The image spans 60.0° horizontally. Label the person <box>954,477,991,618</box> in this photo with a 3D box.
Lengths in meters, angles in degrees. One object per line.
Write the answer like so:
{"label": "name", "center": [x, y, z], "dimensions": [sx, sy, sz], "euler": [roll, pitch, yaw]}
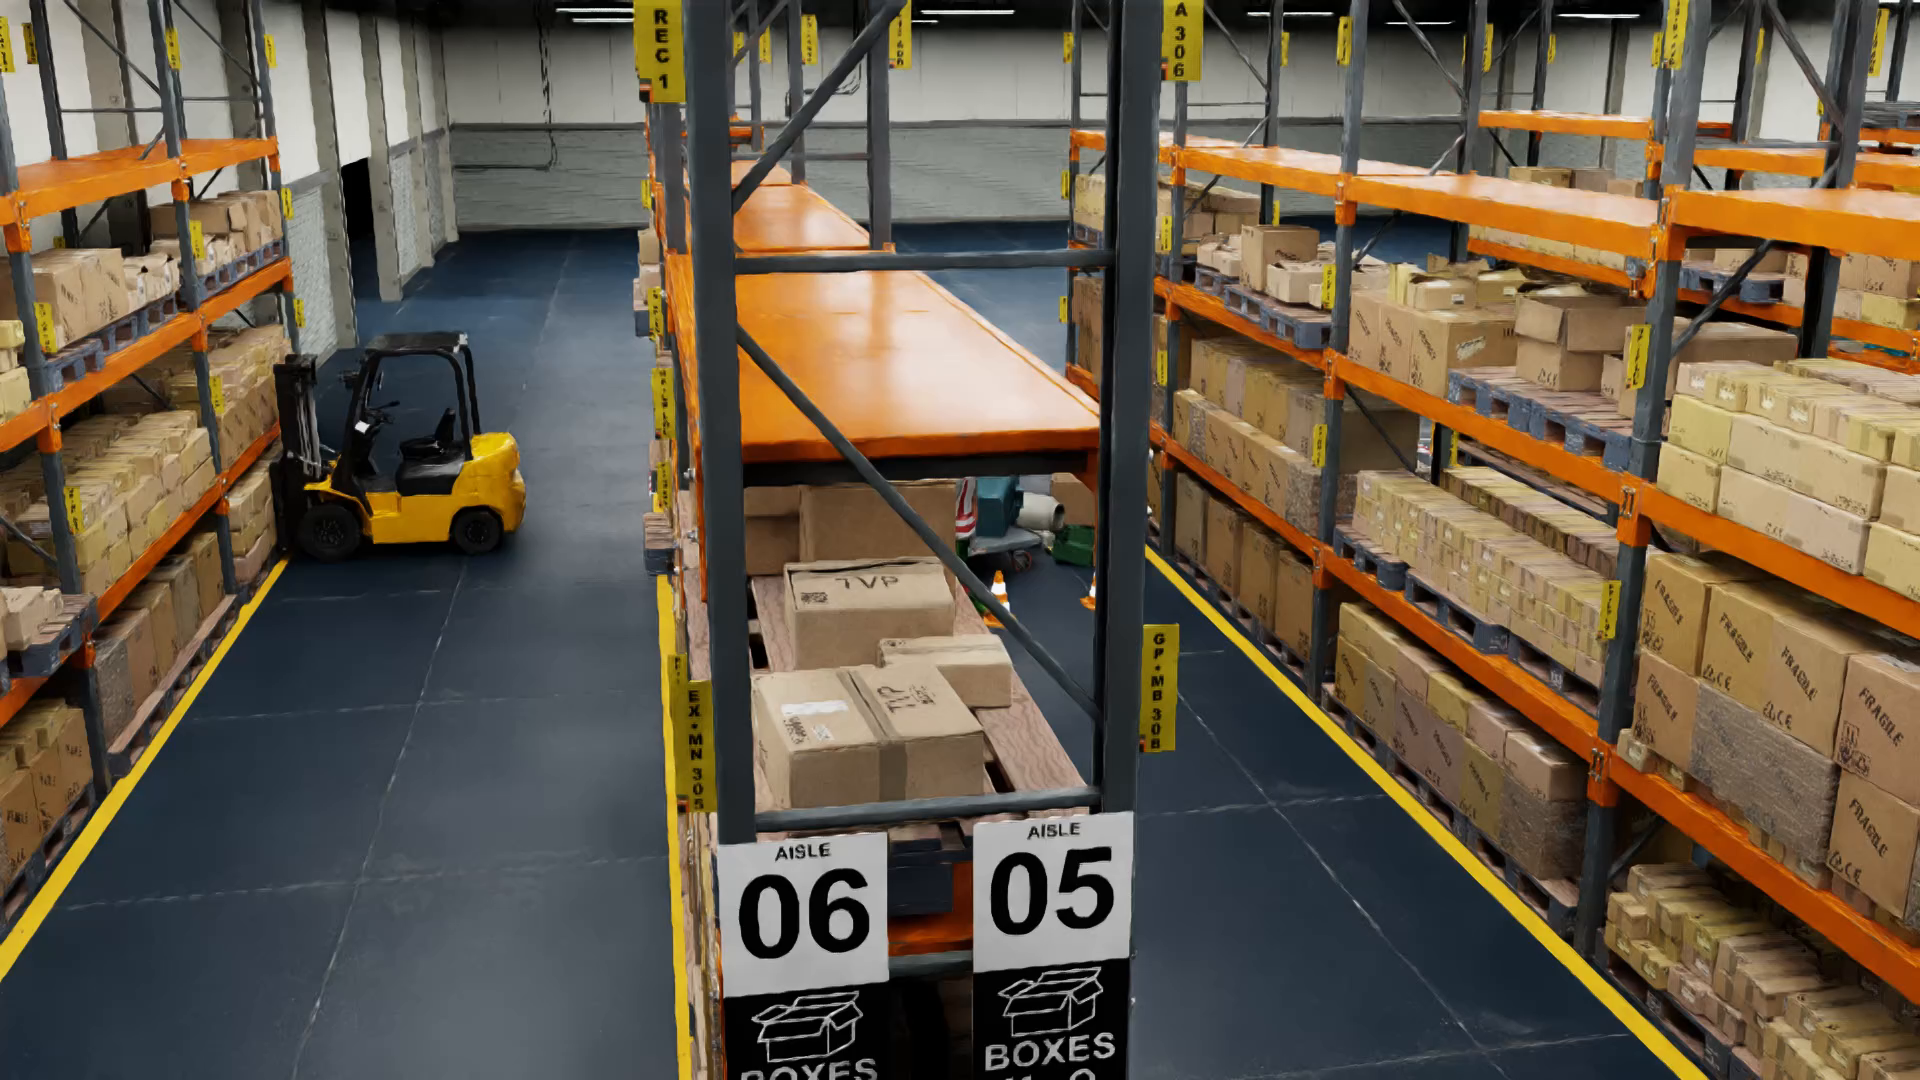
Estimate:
{"label": "person", "center": [0.008, -0.050, 14.610], "dimensions": [0.655, 1.783, 0.650], "euler": [5, 17, 16]}
